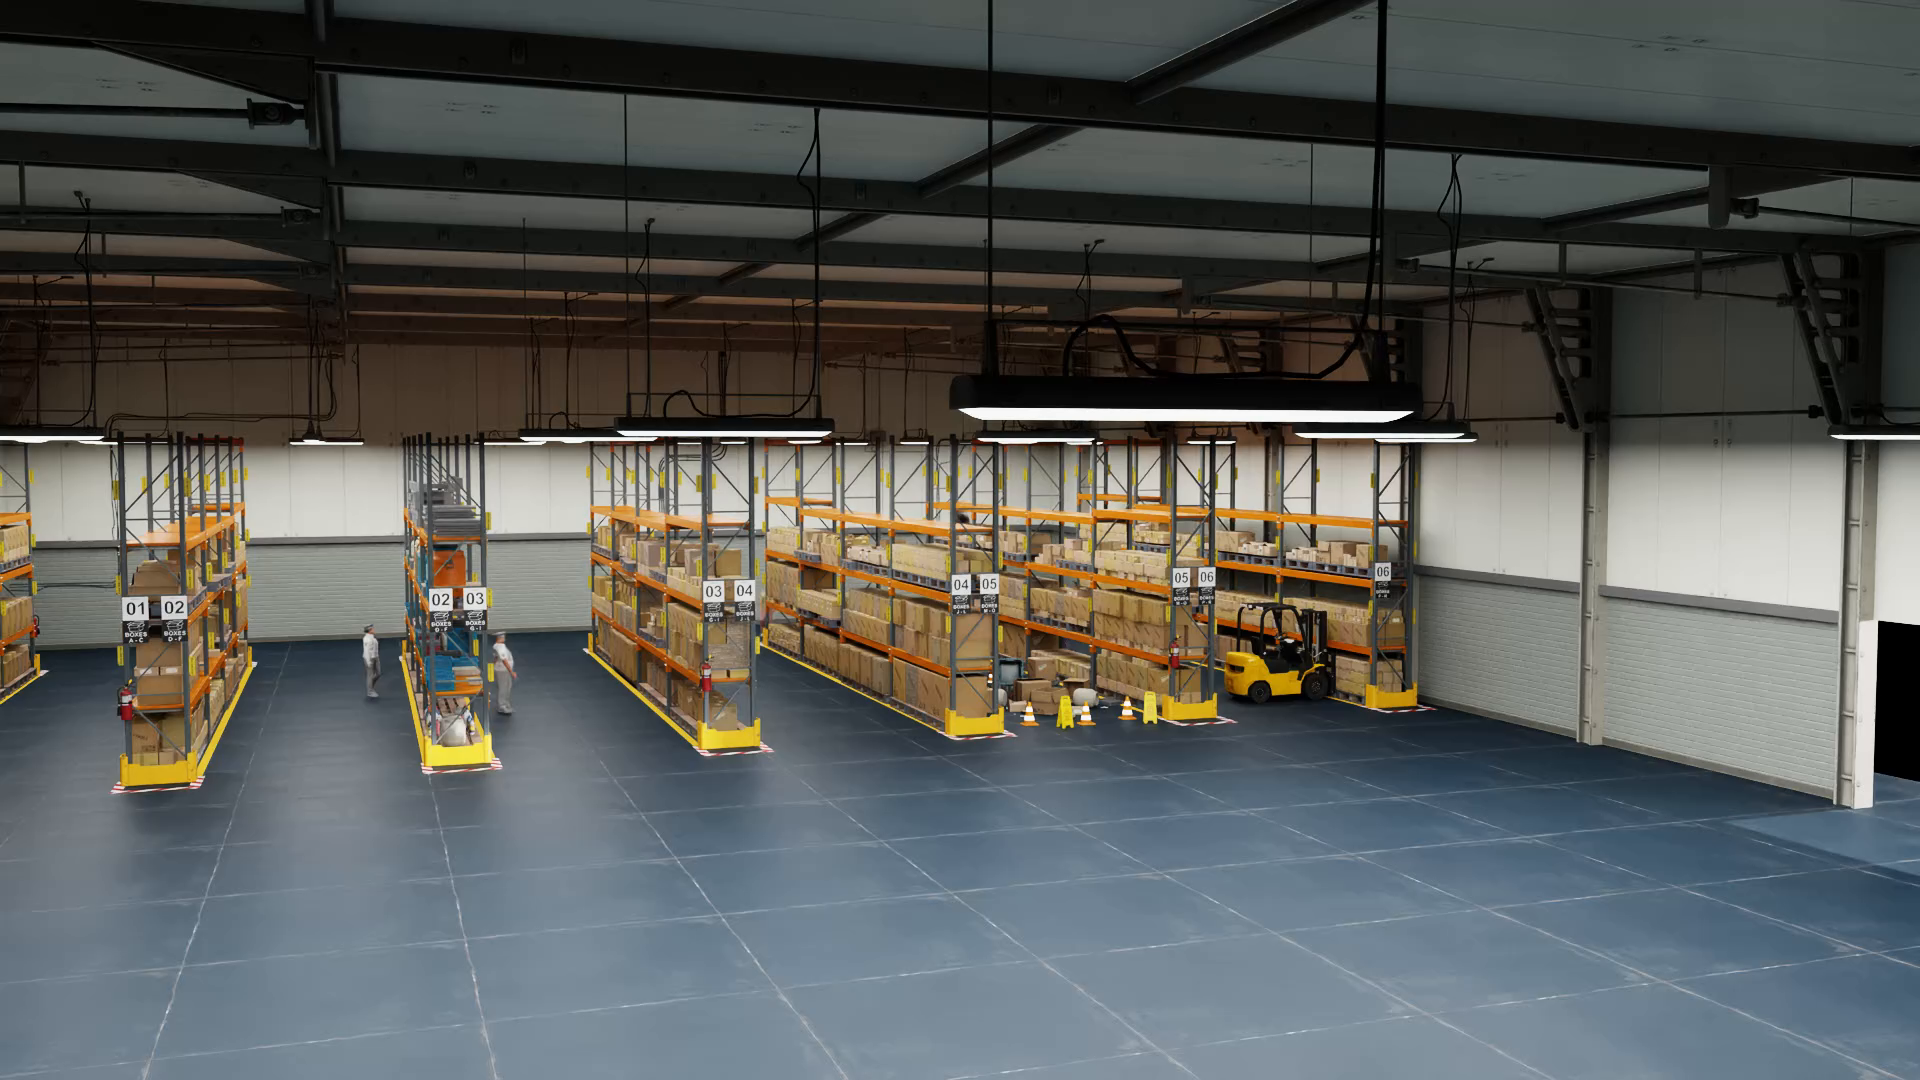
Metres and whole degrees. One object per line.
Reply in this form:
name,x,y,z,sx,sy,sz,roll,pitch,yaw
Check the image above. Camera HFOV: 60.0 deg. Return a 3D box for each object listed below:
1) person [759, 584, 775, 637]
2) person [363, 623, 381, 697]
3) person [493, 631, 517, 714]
person,-5.859,2.110,50.541,0.503,1.701,0.358,0,3,-2
person,-13.600,2.764,38.432,0.429,1.706,0.539,1,3,10
person,-9.832,2.870,35.972,0.563,1.791,0.620,0,3,-4
